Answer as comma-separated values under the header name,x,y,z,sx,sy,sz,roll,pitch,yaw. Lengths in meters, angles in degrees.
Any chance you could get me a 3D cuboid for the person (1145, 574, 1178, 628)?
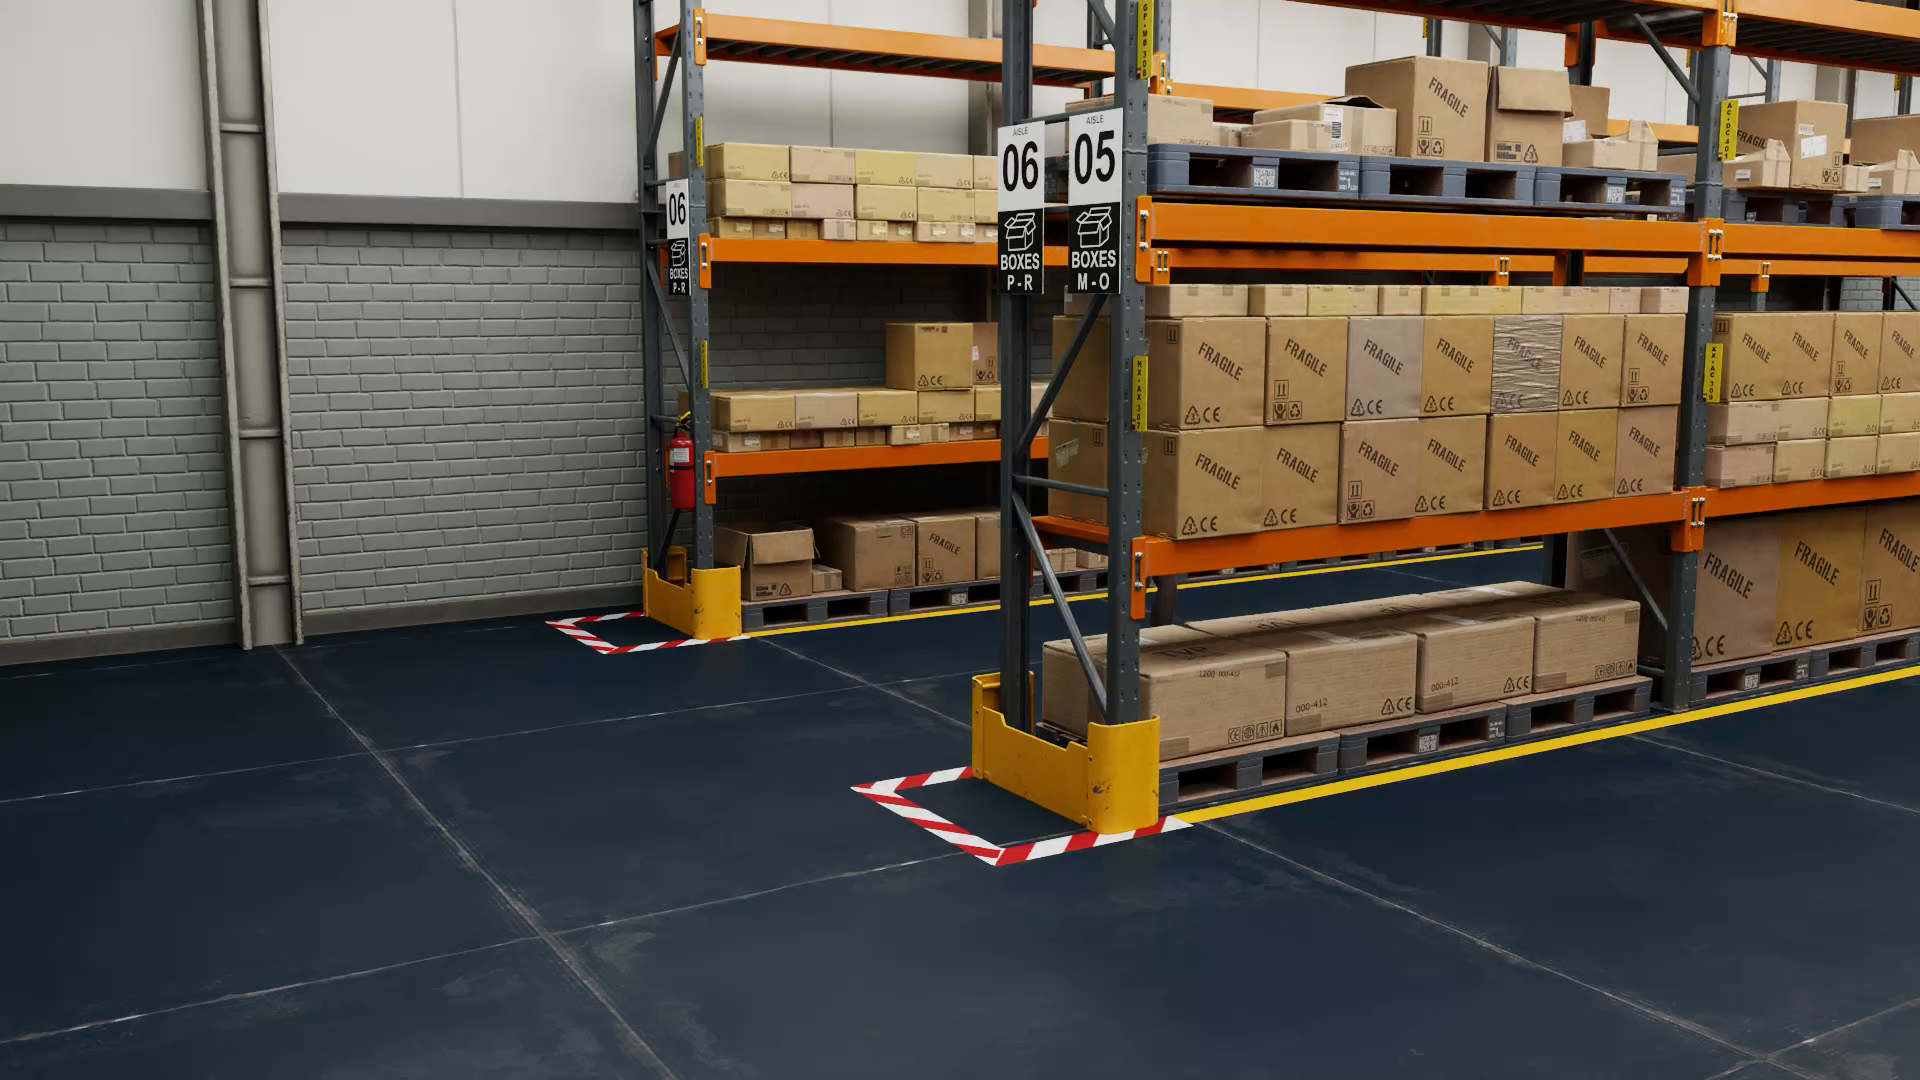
name,x,y,z,sx,sy,sz,roll,pitch,yaw
person,1.245,0.004,10.801,0.529,1.659,0.428,-6,10,-34
